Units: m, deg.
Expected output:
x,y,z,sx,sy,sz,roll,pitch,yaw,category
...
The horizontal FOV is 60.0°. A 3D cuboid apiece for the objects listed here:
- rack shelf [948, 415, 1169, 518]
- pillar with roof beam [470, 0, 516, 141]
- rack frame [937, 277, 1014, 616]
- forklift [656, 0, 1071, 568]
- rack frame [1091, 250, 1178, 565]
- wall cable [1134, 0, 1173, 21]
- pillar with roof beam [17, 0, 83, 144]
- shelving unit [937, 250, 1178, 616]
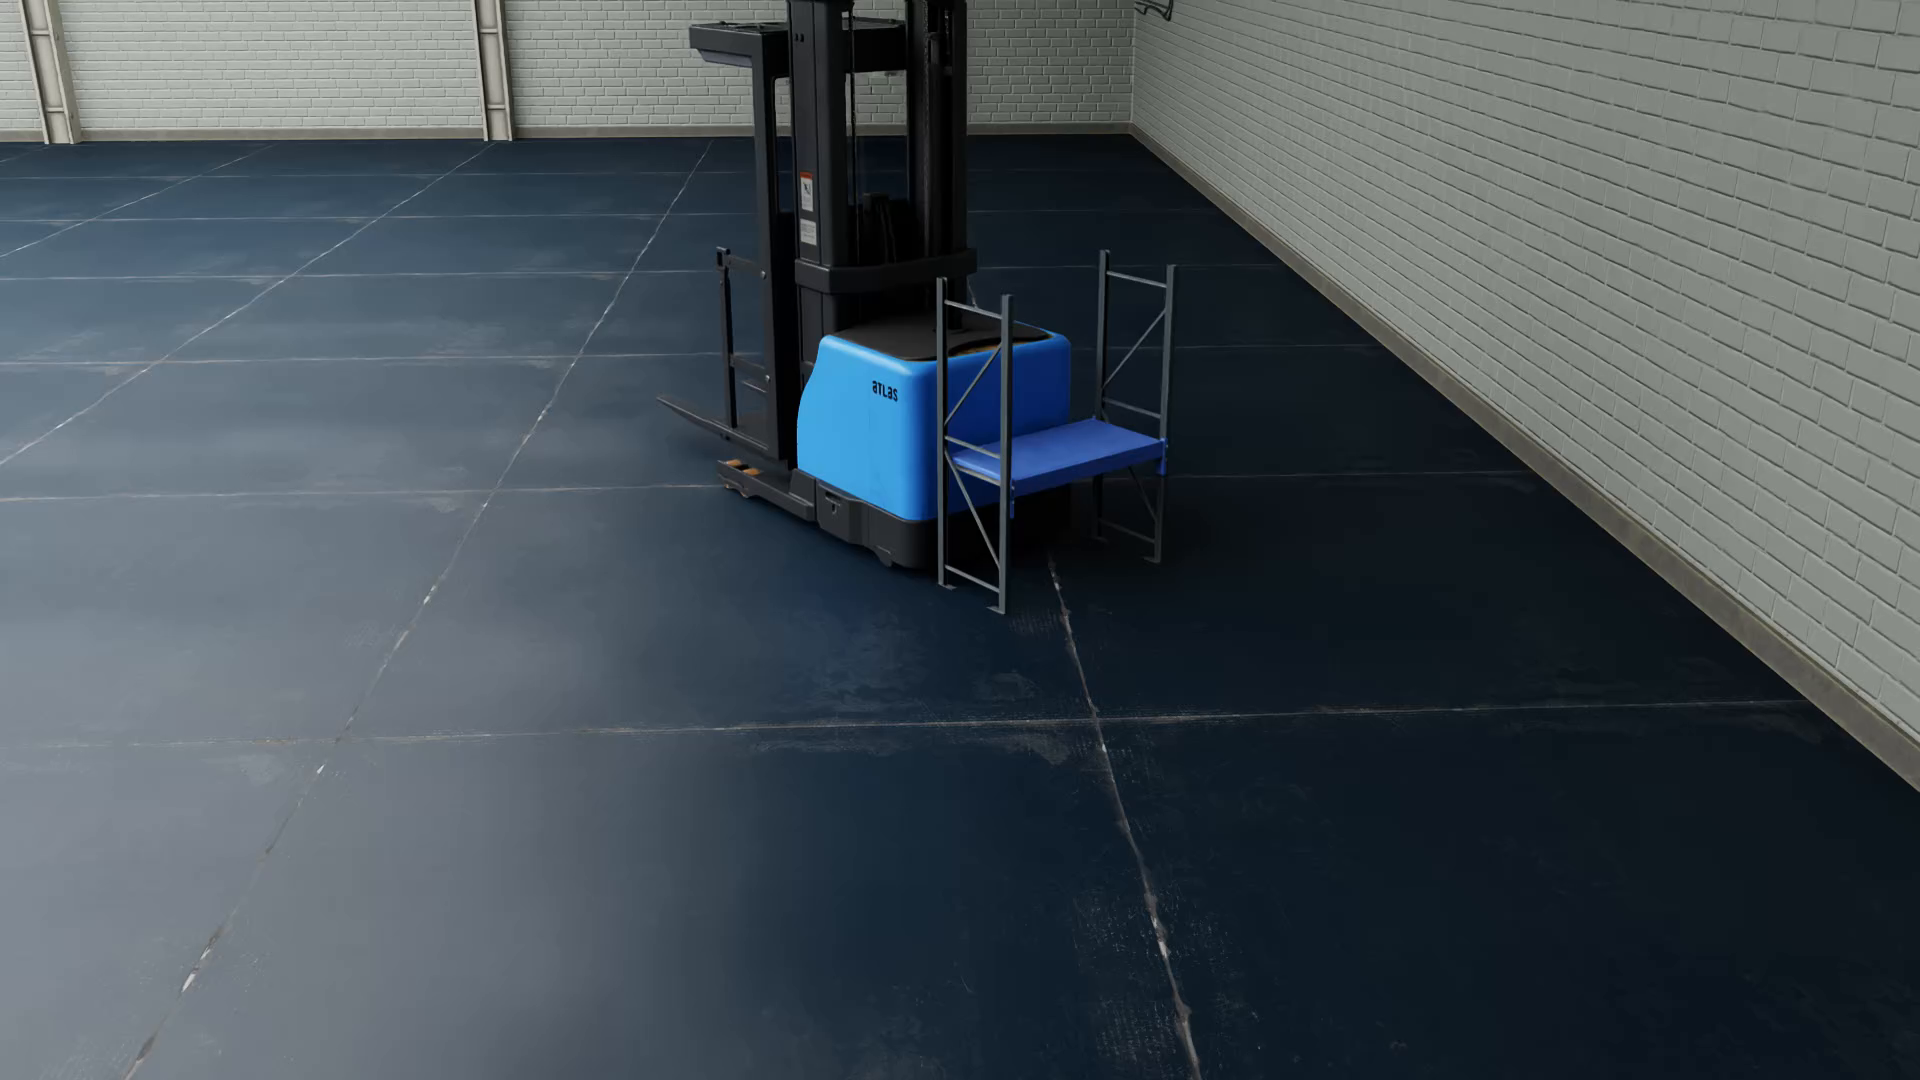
x,y,z,sx,sy,sz,roll,pitch,yaw,category
0.458,-0.366,7.981,1.000,0.185,0.538,-16,26,-36,rack shelf
-6.244,-8.337,17.871,0.400,9.000,9.100,-1,21,-3,pillar with roof beam
0.063,-0.421,7.618,0.032,1.500,0.500,-16,26,-36,rack frame
-0.715,-1.693,8.948,1.130,2.935,3.031,-15,25,-34,forklift
0.853,-0.648,8.216,0.032,1.500,0.500,-16,26,-36,rack frame
2.517,-8.127,21.684,0.112,2.526,3.097,-1,21,-3,wall cable
-12.234,-8.215,17.551,0.400,9.000,9.100,-1,21,-3,pillar with roof beam
0.458,-0.535,7.917,1.048,1.500,0.538,-16,26,-36,shelving unit
